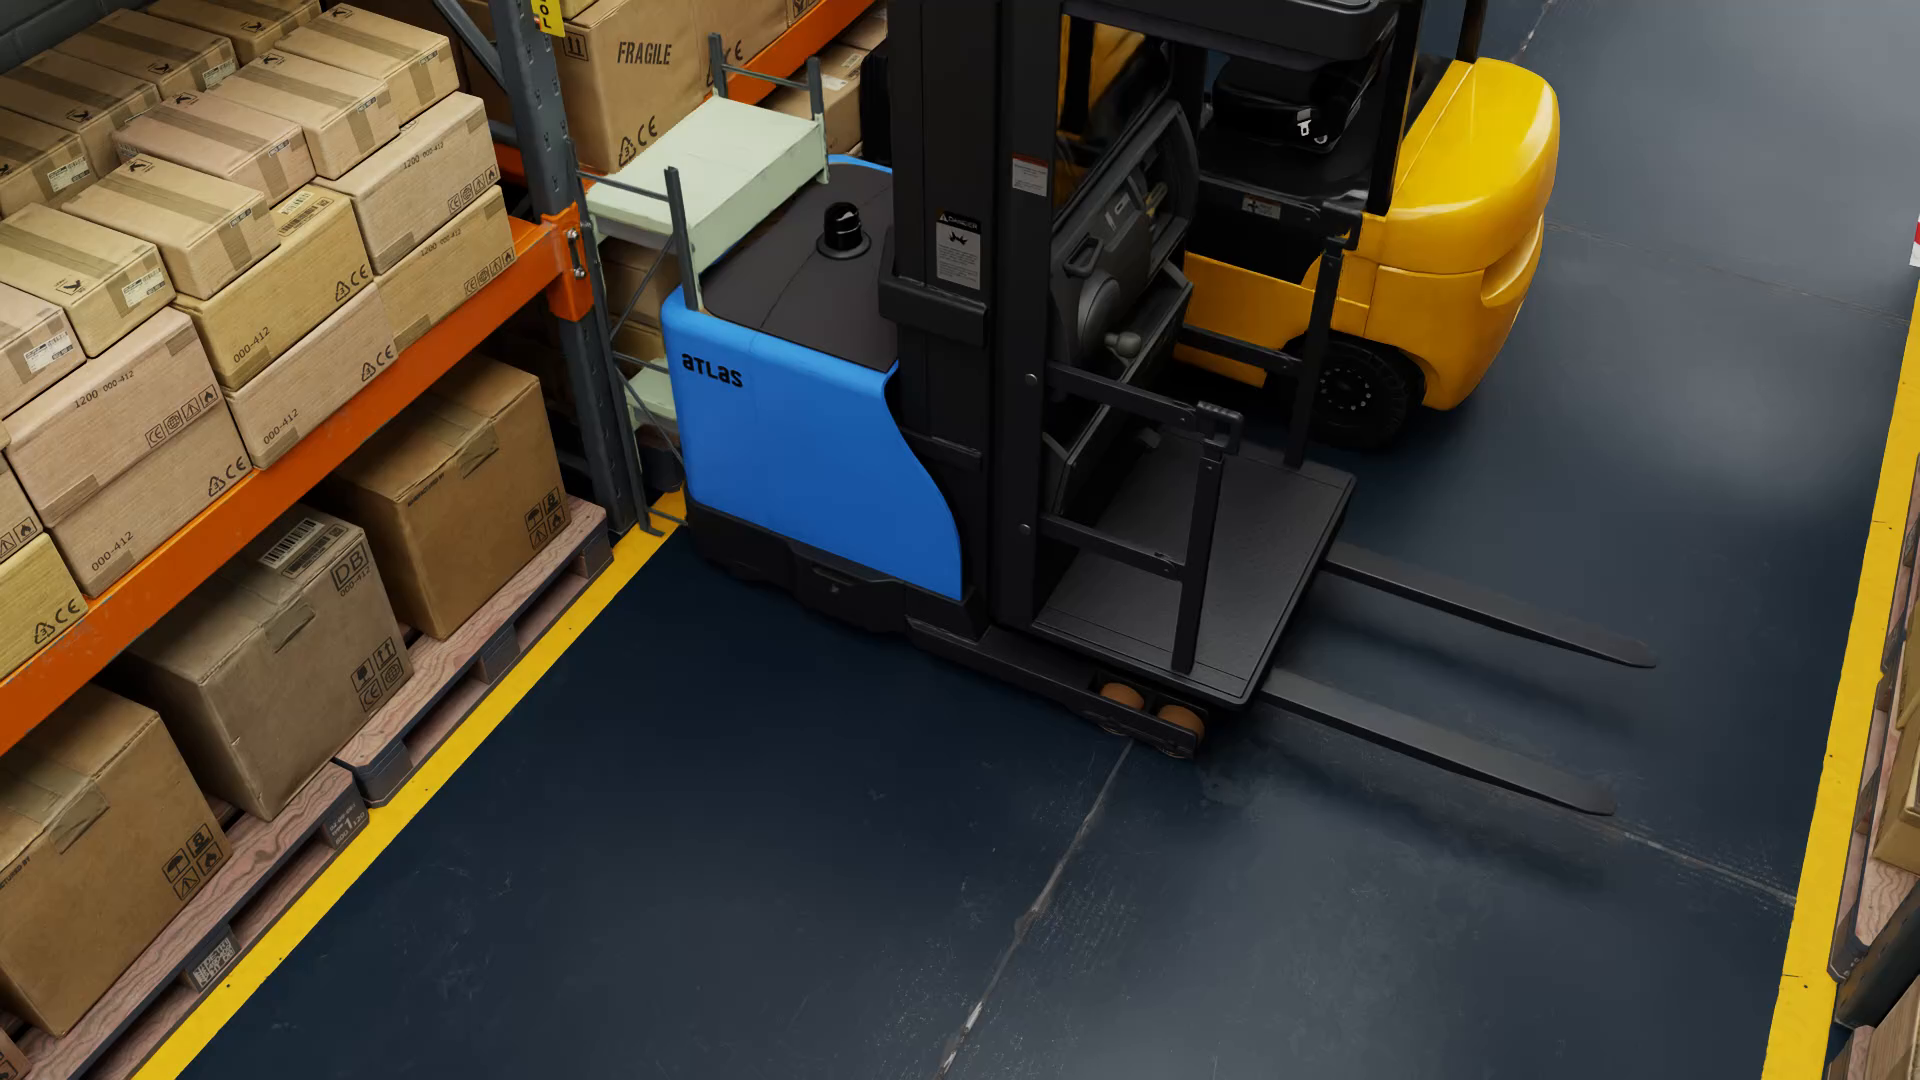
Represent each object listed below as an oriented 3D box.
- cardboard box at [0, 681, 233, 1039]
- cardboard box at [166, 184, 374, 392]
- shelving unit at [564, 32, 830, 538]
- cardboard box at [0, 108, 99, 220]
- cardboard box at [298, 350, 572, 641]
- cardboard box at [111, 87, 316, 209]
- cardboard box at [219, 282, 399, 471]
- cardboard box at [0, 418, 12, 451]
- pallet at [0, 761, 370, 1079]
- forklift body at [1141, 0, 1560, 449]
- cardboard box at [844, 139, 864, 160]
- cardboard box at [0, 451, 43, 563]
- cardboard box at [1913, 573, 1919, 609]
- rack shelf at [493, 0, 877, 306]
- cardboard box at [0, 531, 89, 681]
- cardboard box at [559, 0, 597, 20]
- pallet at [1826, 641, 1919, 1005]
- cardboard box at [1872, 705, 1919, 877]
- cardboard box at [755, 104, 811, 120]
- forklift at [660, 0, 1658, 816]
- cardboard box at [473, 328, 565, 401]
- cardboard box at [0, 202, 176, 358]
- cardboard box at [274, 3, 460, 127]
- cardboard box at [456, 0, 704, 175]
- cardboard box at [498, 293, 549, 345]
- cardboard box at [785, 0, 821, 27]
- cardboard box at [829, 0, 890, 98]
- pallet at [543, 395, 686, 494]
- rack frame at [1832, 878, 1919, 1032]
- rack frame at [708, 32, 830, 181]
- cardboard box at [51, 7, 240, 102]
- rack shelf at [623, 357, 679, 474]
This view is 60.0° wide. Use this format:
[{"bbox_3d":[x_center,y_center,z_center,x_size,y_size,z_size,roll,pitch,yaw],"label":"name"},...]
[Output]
[{"bbox_3d":[-2.530,0.714,4.309,0.875,0.625,0.625,19,48,17],"label":"cardboard box"},{"bbox_3d":[-1.817,-0.668,4.056,0.500,0.250,0.500,19,48,18],"label":"cardboard box"},{"bbox_3d":[-0.767,-0.752,5.409,0.431,1.500,0.755,20,47,22],"label":"shelving unit"},{"bbox_3d":[-2.325,-0.902,4.006,0.380,0.149,0.250,20,49,19],"label":"cardboard box"},{"bbox_3d":[-1.816,-0.246,5.259,0.875,0.625,0.625,23,50,21],"label":"cardboard box"},{"bbox_3d":[-1.809,-0.935,4.039,0.380,0.149,0.250,20,49,19],"label":"cardboard box"},{"bbox_3d":[-1.814,-0.491,4.231,0.500,0.250,0.500,20,49,19],"label":"cardboard box"},{"bbox_3d":[-2.167,-0.233,3.345,0.380,0.149,0.250,19,48,18],"label":"cardboard box"},{"bbox_3d":[-2.456,0.963,4.650,1.003,0.211,1.213,20,49,19],"label":"pallet"},{"bbox_3d":[1.009,-1.690,5.908,2.313,2.155,1.214,20,49,19],"label":"forklift body"},{"bbox_3d":[-0.610,-1.456,6.367,0.500,0.250,0.500,20,49,19],"label":"cardboard box"},{"bbox_3d":[-2.311,-0.037,3.431,0.500,0.250,0.500,21,49,20],"label":"cardboard box"},{"bbox_3d":[3.330,0.071,5.209,0.500,0.250,0.500,21,49,20],"label":"cardboard box"},{"bbox_3d":[-0.655,-2.273,6.393,1.077,0.370,4.000,20,49,19],"label":"rack shelf"},{"bbox_3d":[-2.305,0.140,3.608,0.500,0.250,0.500,22,49,20],"label":"cardboard box"},{"bbox_3d":[-1.203,-1.643,4.738,0.380,0.149,0.250,20,49,18],"label":"cardboard box"},{"bbox_3d":[3.095,0.916,4.696,1.003,0.211,1.213,20,49,19],"label":"pallet"},{"bbox_3d":[2.851,0.729,4.559,0.500,0.250,0.500,23,50,21],"label":"cardboard box"},{"bbox_3d":[-0.835,-1.318,5.879,0.500,0.250,0.500,21,49,19],"label":"cardboard box"},{"bbox_3d":[0.638,-0.799,4.479,3.031,2.935,1.130,20,49,19],"label":"forklift"},{"bbox_3d":[-1.537,-0.819,6.089,0.500,0.250,0.500,21,49,19],"label":"cardboard box"},{"bbox_3d":[-1.991,-0.581,3.689,0.380,0.149,0.250,19,48,18],"label":"cardboard box"},{"bbox_3d":[-1.545,-1.240,4.341,0.380,0.149,0.250,22,49,20],"label":"cardboard box"},{"bbox_3d":[-1.146,-1.494,5.047,0.500,0.500,0.500,19,48,18],"label":"cardboard box"},{"bbox_3d":[-1.539,-0.997,5.913,0.500,0.250,0.500,19,48,18],"label":"cardboard box"},{"bbox_3d":[-0.685,-2.147,5.693,0.500,0.500,0.500,20,49,19],"label":"cardboard box"},{"bbox_3d":[-0.363,-1.963,6.517,0.500,0.250,0.500,20,49,18],"label":"cardboard box"},{"bbox_3d":[-1.177,-0.773,6.365,1.003,0.211,1.213,20,49,19],"label":"pallet"},{"bbox_3d":[2.815,0.371,3.275,1.000,3.000,0.127,20,49,19],"label":"rack frame"},{"bbox_3d":[-0.590,-0.972,5.643,0.400,1.500,0.023,20,47,22],"label":"rack frame"},{"bbox_3d":[-2.108,-1.227,4.327,0.380,0.149,0.250,19,48,18],"label":"cardboard box"},{"bbox_3d":[-0.759,-0.512,5.630,0.431,0.370,0.720,20,47,22],"label":"rack shelf"}]
